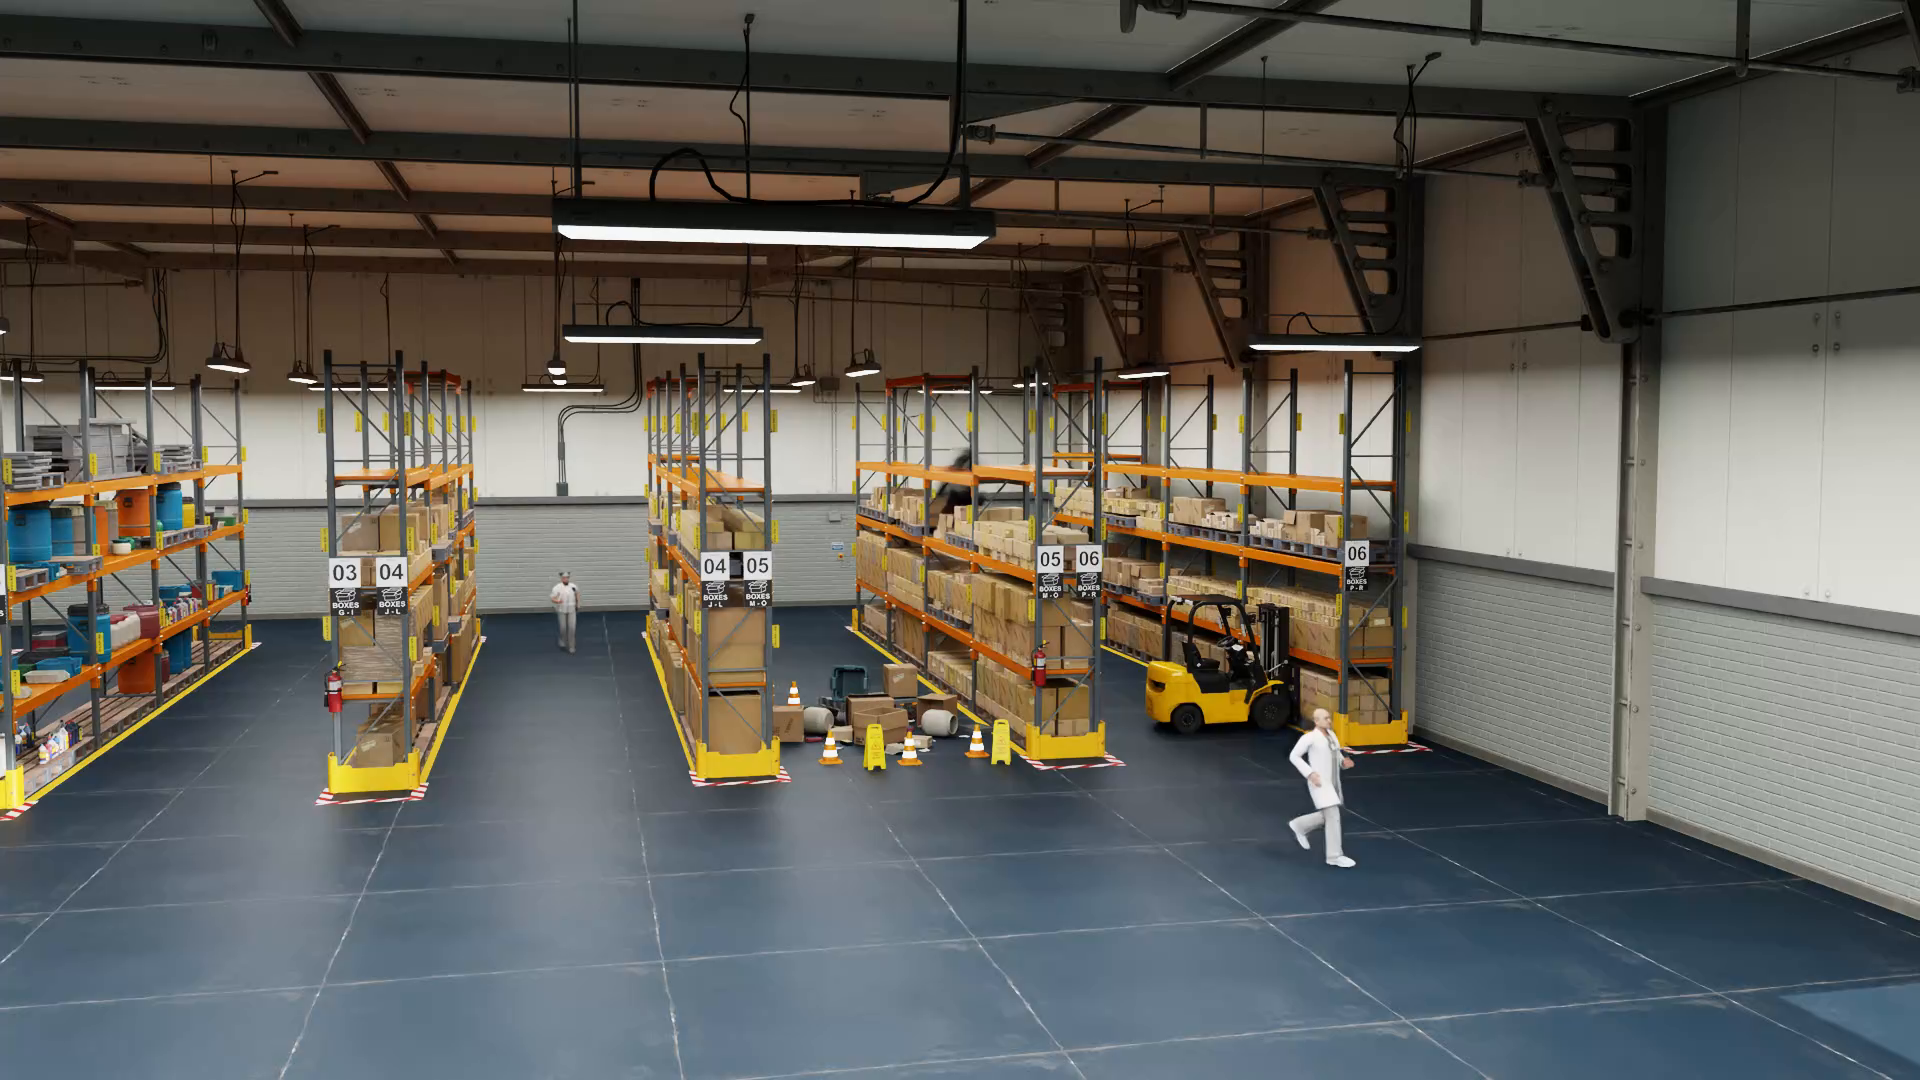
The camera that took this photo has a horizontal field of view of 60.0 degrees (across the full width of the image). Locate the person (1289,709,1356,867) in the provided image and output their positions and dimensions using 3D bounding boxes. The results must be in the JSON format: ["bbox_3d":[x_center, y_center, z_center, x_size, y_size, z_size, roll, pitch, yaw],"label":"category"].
[{"bbox_3d":[4.128,2.801,18.999,0.720,1.751,0.963,-4,5,-43],"label":"person"}]

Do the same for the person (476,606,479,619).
[{"bbox_3d":[-11.749,1.483,39.416,0.736,1.692,0.661,0,4,3],"label":"person"}]

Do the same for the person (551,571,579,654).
[{"bbox_3d":[-8.661,1.562,36.570,0.665,1.783,0.971,-2,4,-24],"label":"person"}]
